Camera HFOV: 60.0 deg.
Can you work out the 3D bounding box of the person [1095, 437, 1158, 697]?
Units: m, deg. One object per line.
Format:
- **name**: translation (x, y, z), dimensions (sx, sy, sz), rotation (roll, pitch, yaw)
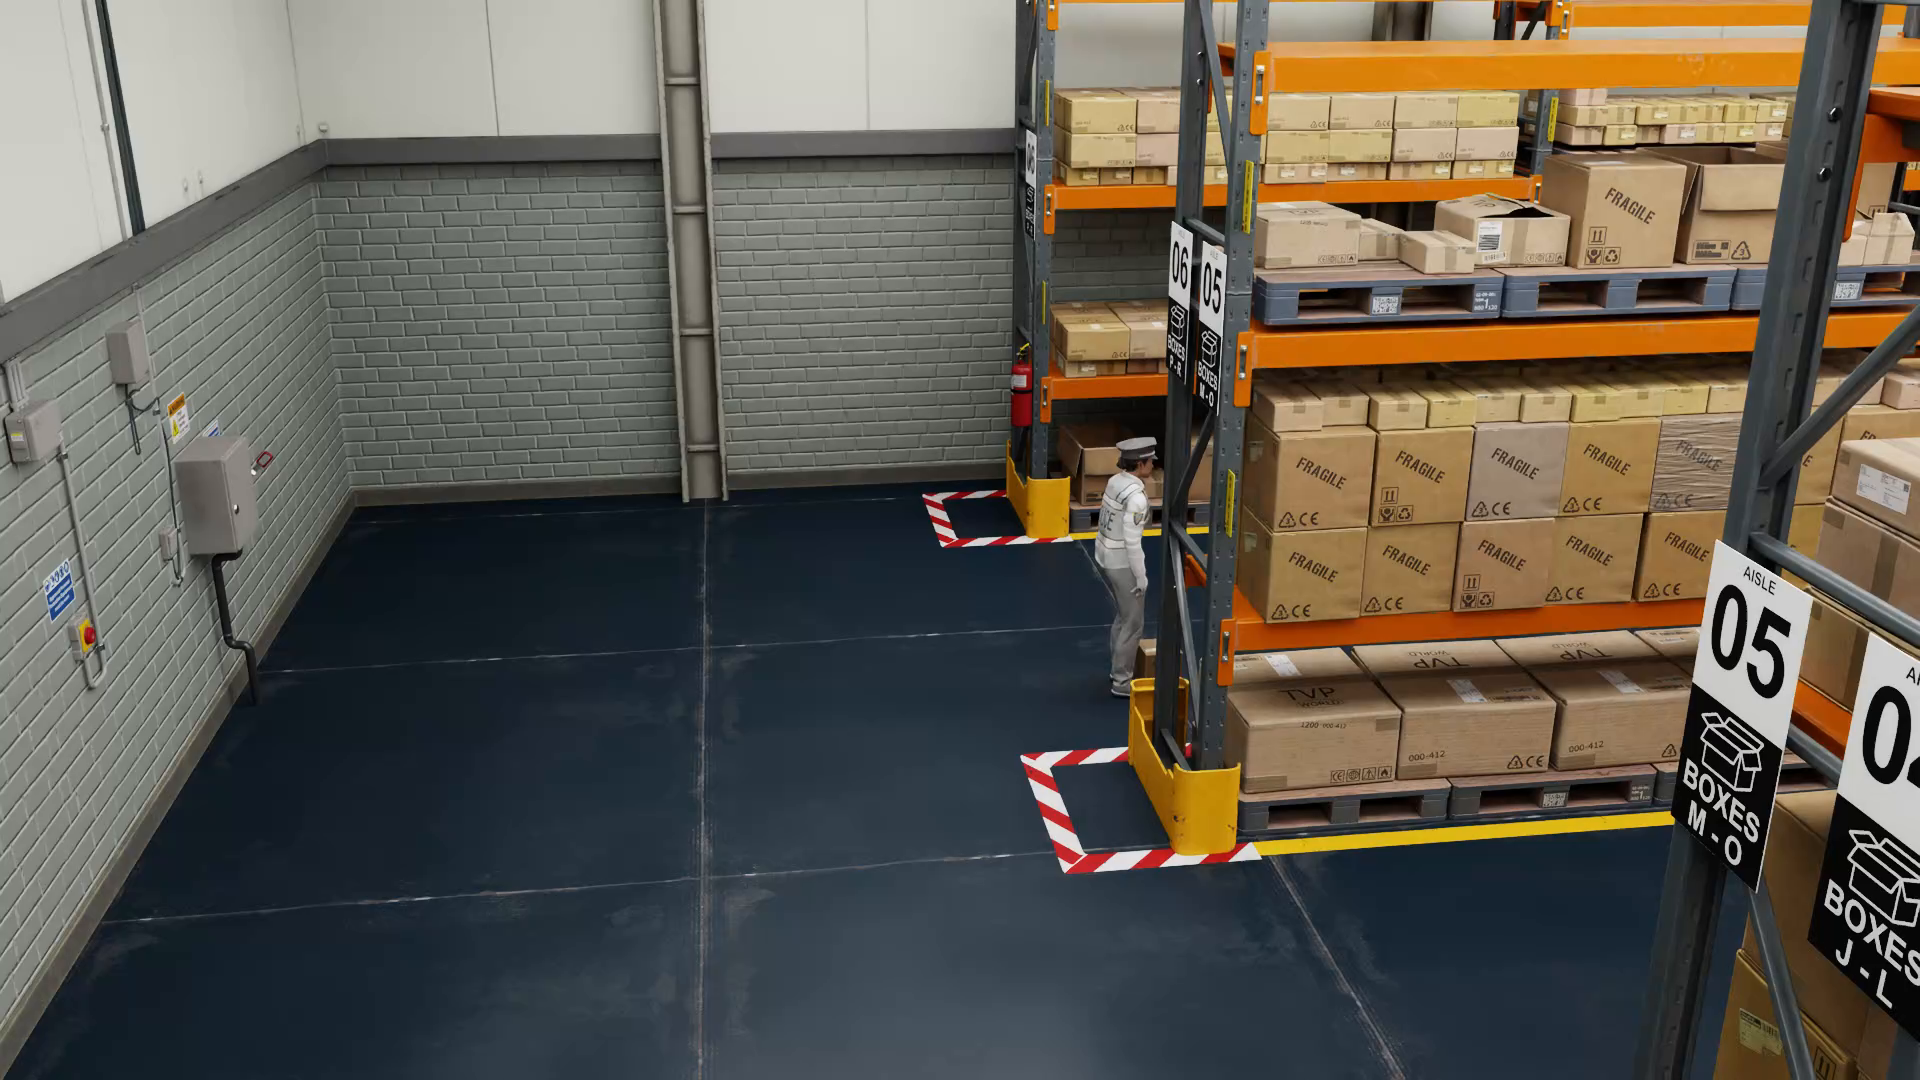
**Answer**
- **person**: translation (1.081, 0.160, 10.635), dimensions (0.415, 1.663, 0.544), rotation (-4, 21, -11)
